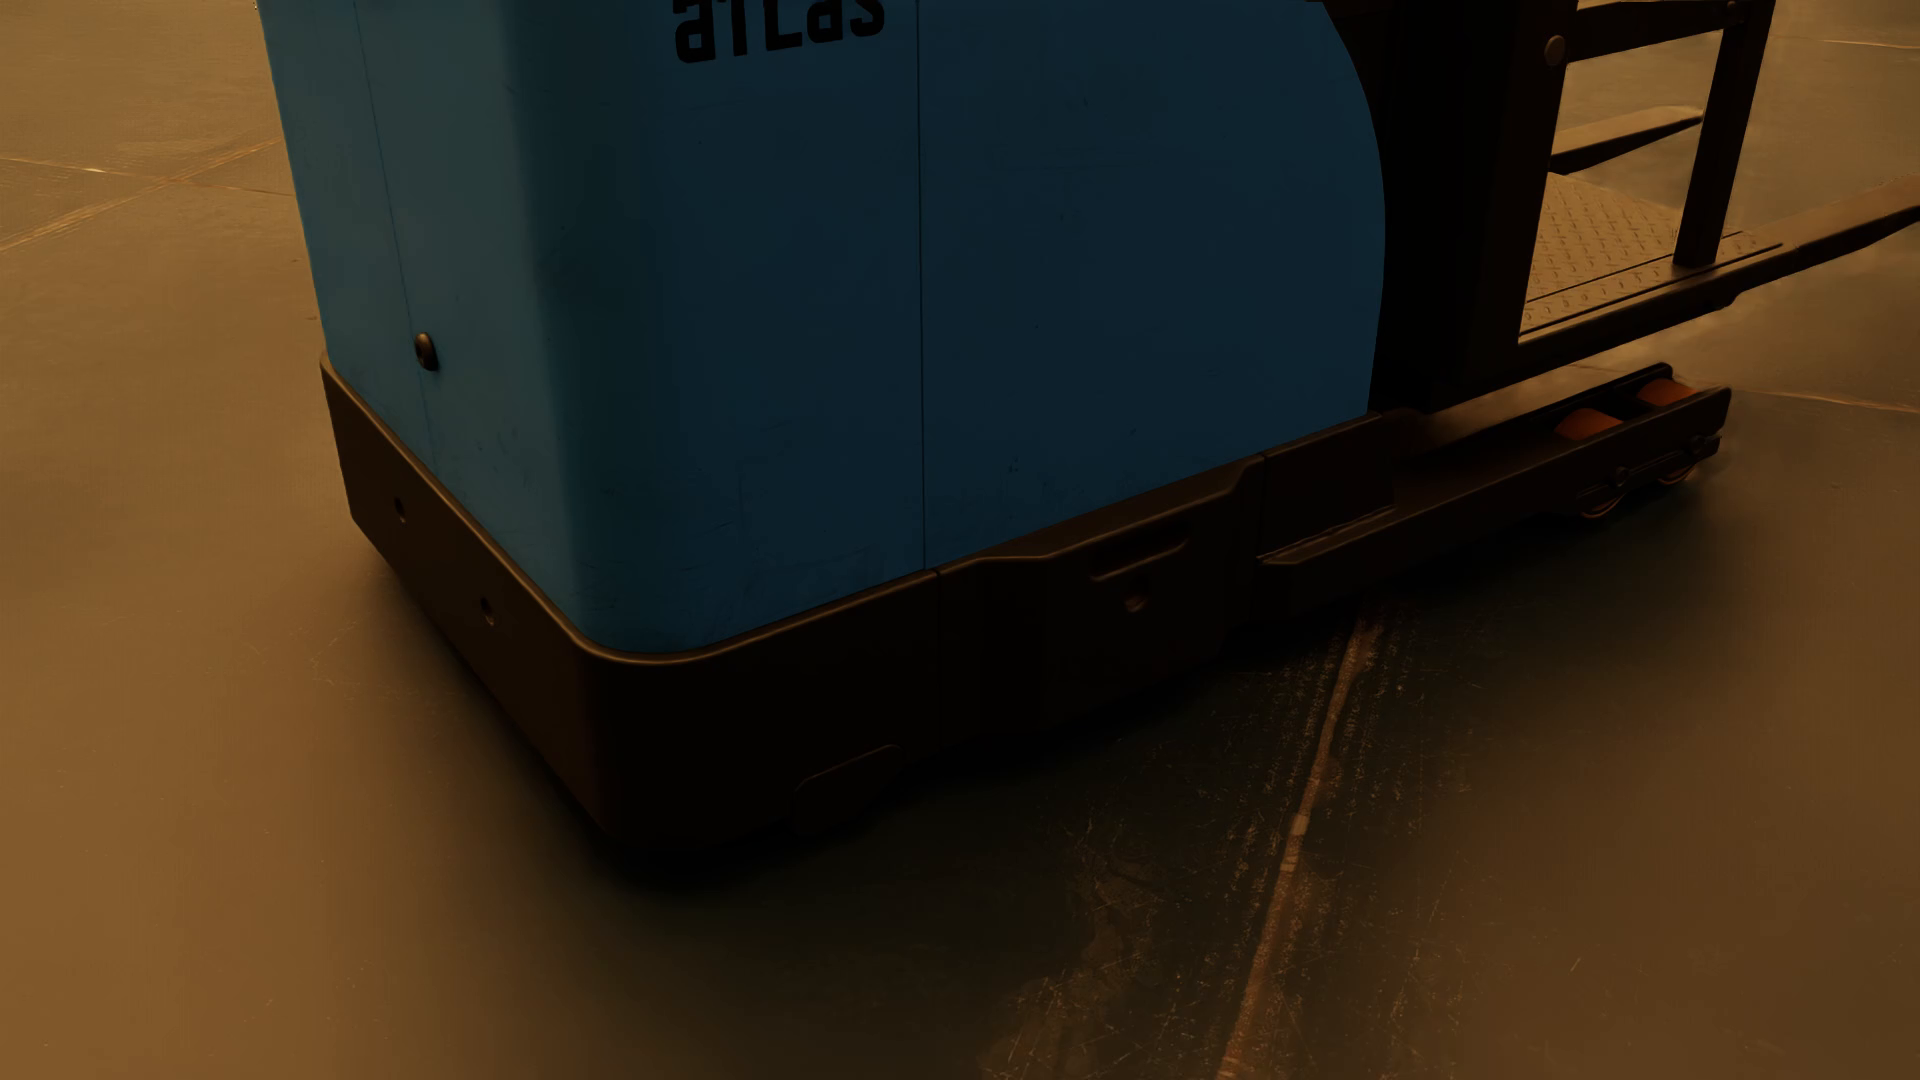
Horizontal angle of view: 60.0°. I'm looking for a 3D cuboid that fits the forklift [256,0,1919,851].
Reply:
[{"bbox_3d":[0.603,-1.501,2.176,3.031,2.935,1.130,-19,35,-30],"label":"forklift"}]
